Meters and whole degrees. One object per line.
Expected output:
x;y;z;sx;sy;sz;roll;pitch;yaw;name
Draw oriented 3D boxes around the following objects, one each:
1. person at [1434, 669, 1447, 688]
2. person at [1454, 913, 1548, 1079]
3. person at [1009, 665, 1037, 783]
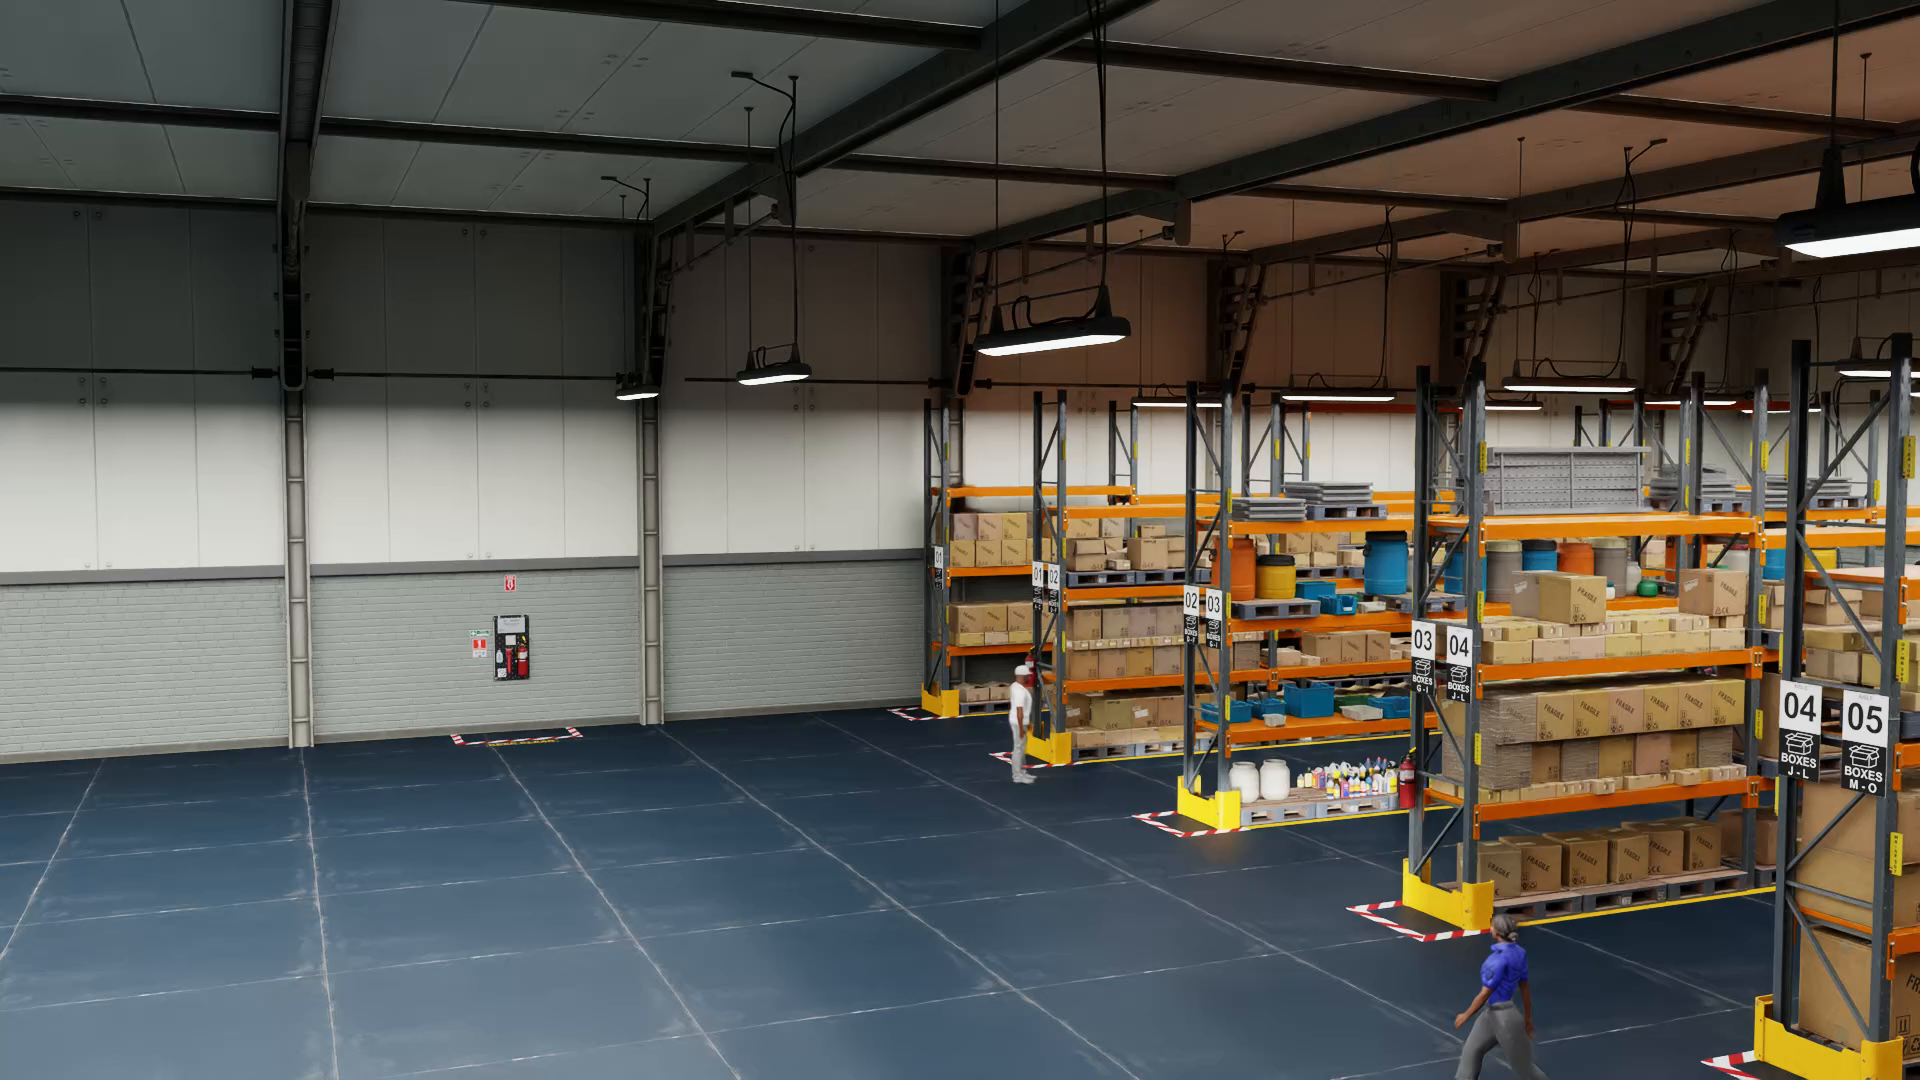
9.428;2.364;32.473;0.619;1.769;0.415;-3;4;-41;person
4.060;3.602;12.564;1.025;1.598;0.420;1;3;10;person
0.959;2.784;25.217;0.425;1.776;0.574;0;3;4;person
